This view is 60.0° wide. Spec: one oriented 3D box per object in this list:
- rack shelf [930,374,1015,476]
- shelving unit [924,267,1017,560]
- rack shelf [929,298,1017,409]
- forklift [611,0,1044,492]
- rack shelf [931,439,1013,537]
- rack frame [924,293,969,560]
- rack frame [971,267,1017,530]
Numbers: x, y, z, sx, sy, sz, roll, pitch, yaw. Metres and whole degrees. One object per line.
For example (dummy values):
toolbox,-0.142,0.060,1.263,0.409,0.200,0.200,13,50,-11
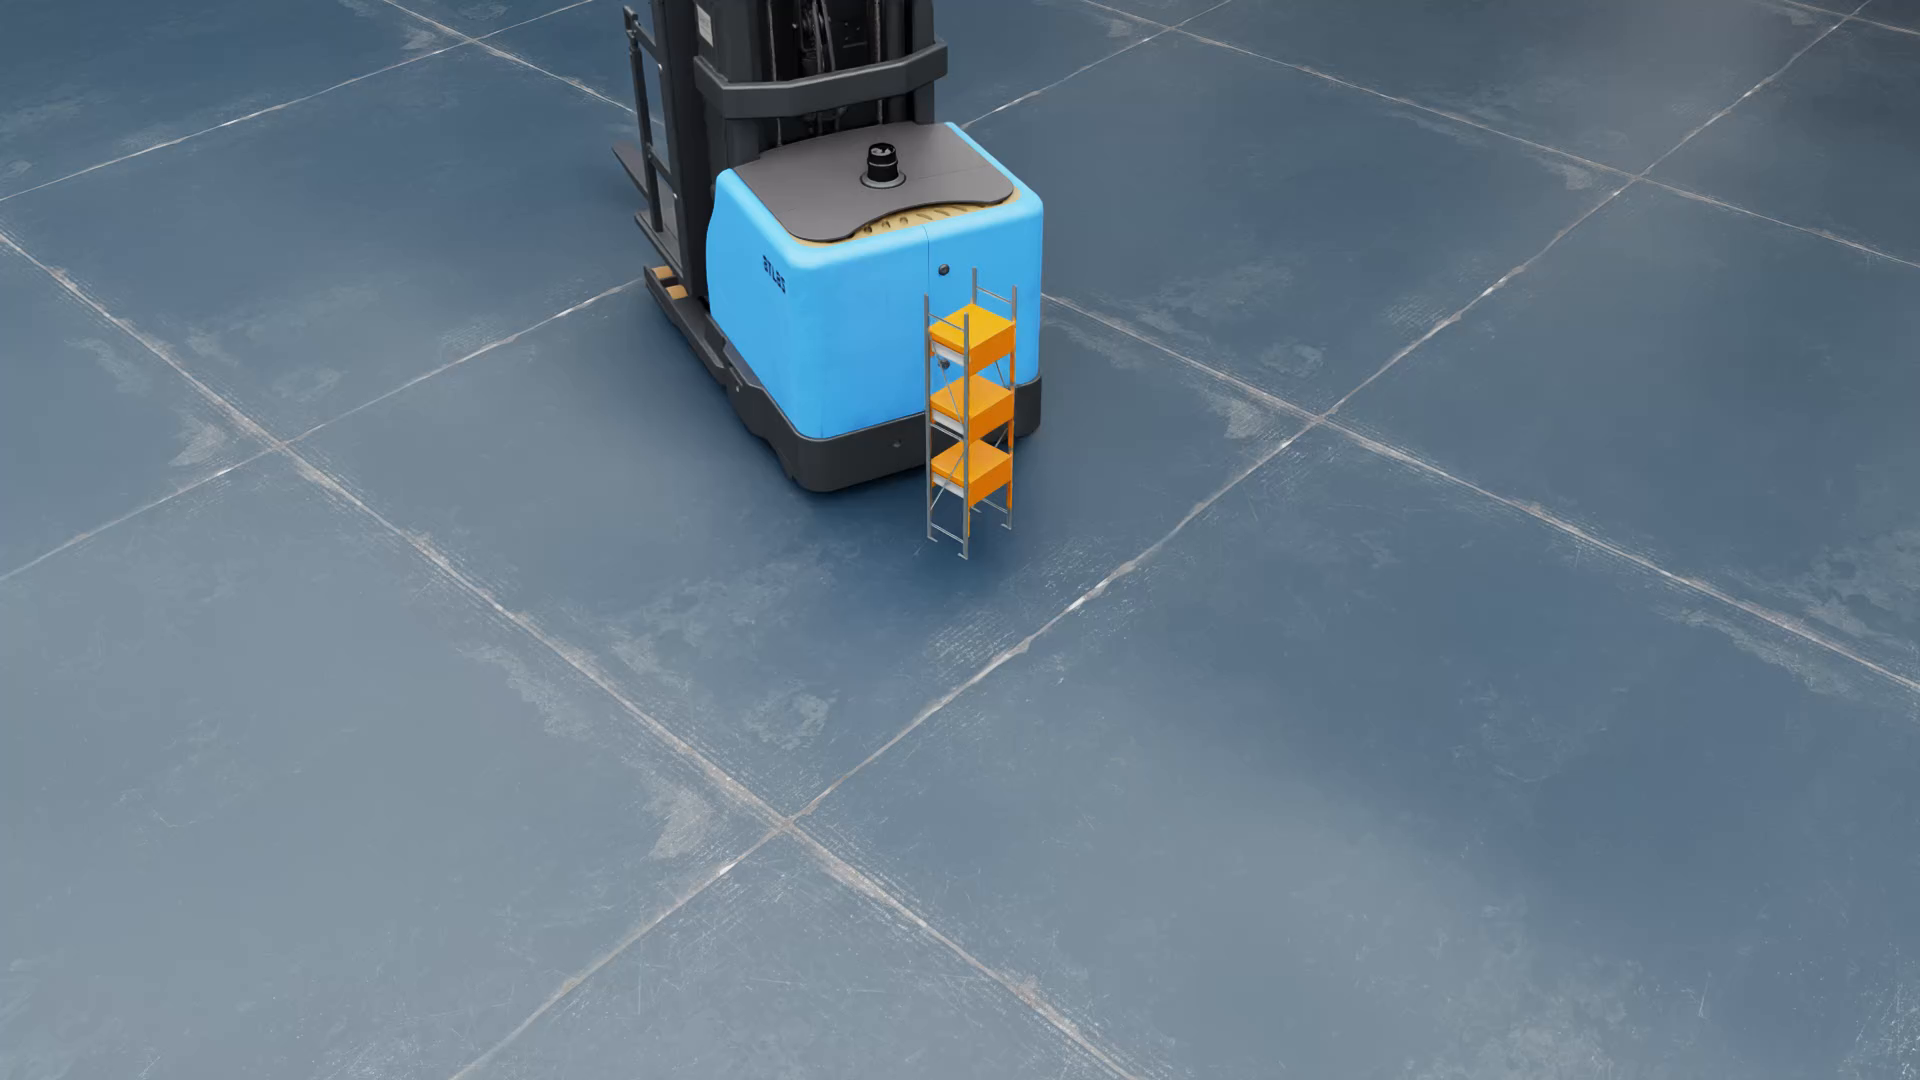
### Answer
rack shelf,0.036,-0.427,5.961,0.215,0.259,0.240,30,47,32
shelving unit,0.036,-0.436,5.954,0.215,1.050,0.252,30,47,32
rack shelf,0.036,-0.649,5.784,0.215,0.259,0.240,30,47,32
forklift,-0.786,-2.239,6.711,1.130,2.935,3.031,-17,42,-21
rack shelf,0.036,-0.210,6.134,0.215,0.259,0.240,30,47,32
rack frame,-0.046,-0.379,5.884,0.200,1.050,0.008,30,47,32
rack frame,0.118,-0.492,6.025,0.200,1.050,0.008,30,47,32
